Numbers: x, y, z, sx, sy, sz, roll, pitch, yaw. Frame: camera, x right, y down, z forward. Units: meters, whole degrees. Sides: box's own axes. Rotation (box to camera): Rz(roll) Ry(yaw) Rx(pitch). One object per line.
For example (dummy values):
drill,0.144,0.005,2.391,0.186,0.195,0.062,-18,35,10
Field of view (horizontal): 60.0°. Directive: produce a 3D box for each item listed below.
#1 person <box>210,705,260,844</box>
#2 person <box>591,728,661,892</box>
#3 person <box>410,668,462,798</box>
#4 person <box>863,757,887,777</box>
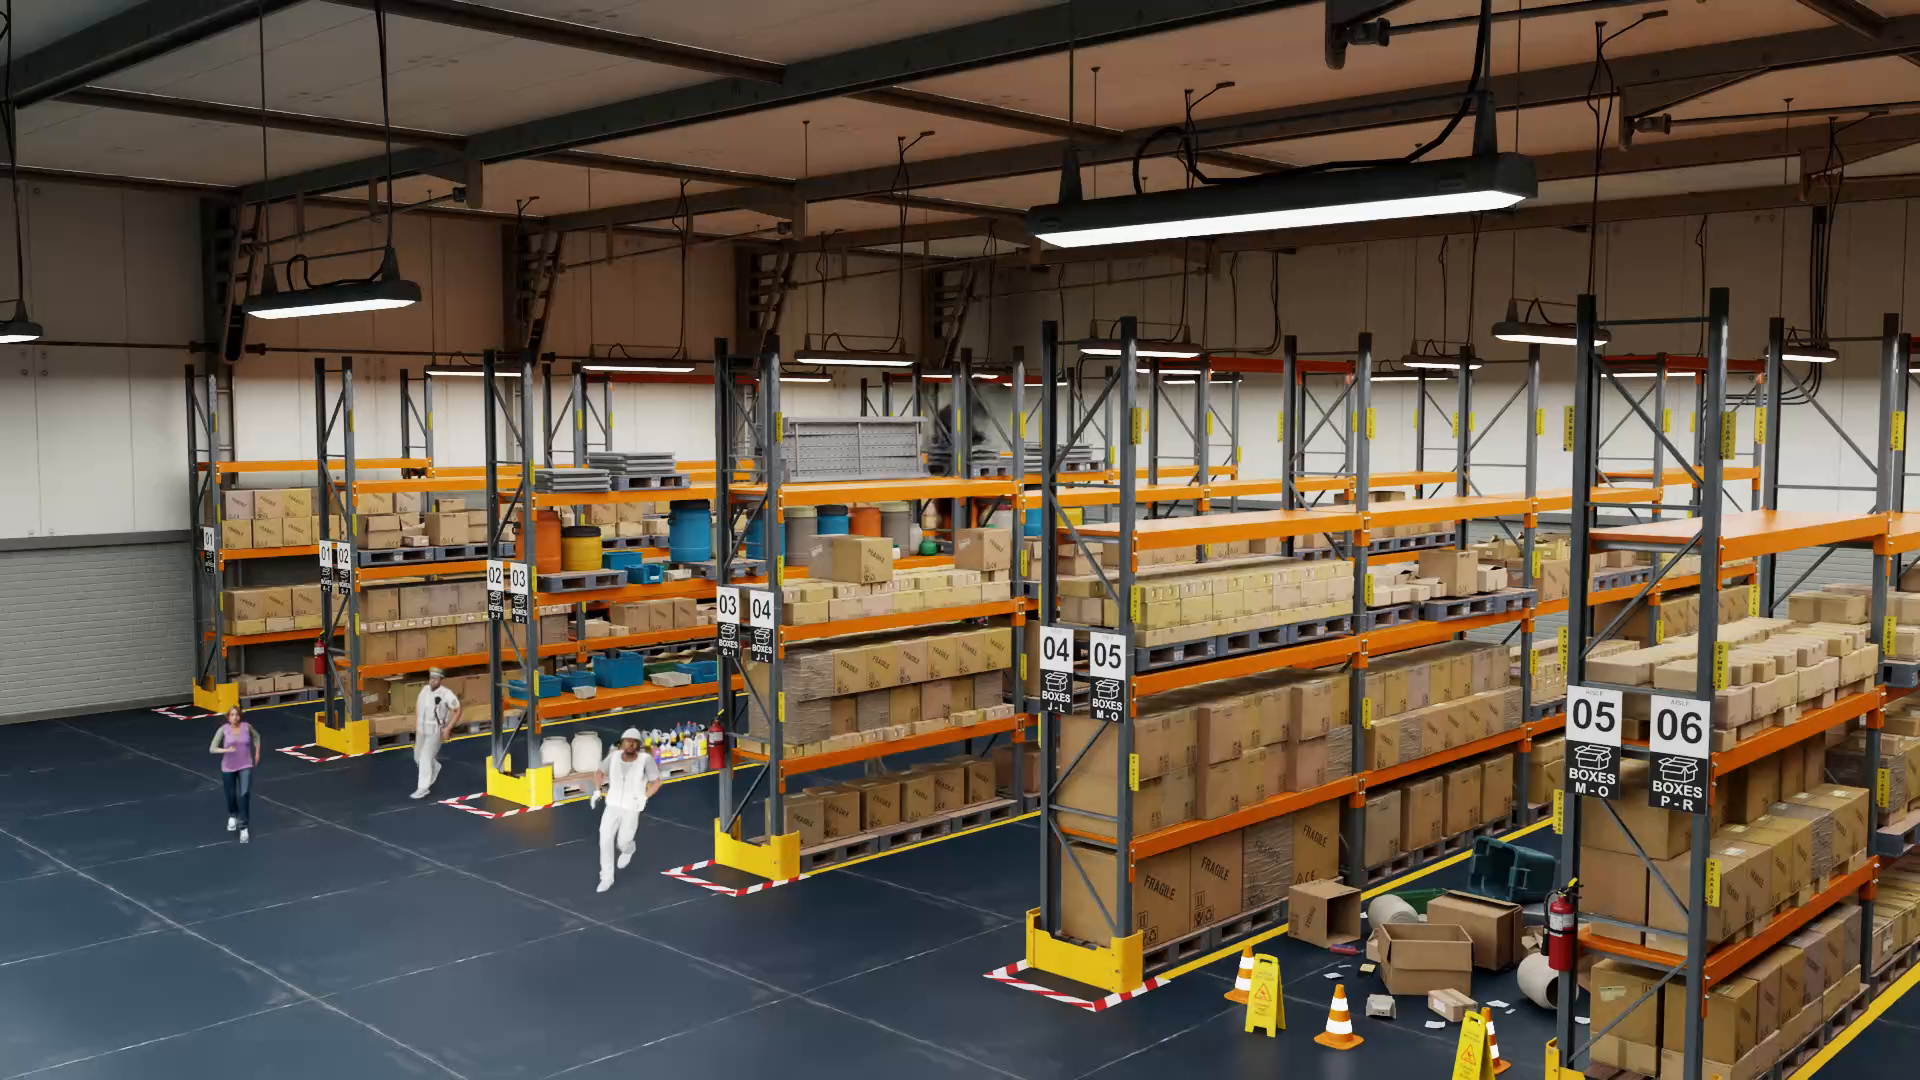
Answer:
person,-8.787,2.805,20.188,0.576,1.630,0.772,-2,5,-27
person,-3.657,2.921,18.219,0.739,1.745,0.703,0,4,4
person,-7.094,2.579,22.554,0.713,1.748,0.771,1,5,19
person,-1.232,2.591,22.842,0.542,1.710,0.731,3,5,35
